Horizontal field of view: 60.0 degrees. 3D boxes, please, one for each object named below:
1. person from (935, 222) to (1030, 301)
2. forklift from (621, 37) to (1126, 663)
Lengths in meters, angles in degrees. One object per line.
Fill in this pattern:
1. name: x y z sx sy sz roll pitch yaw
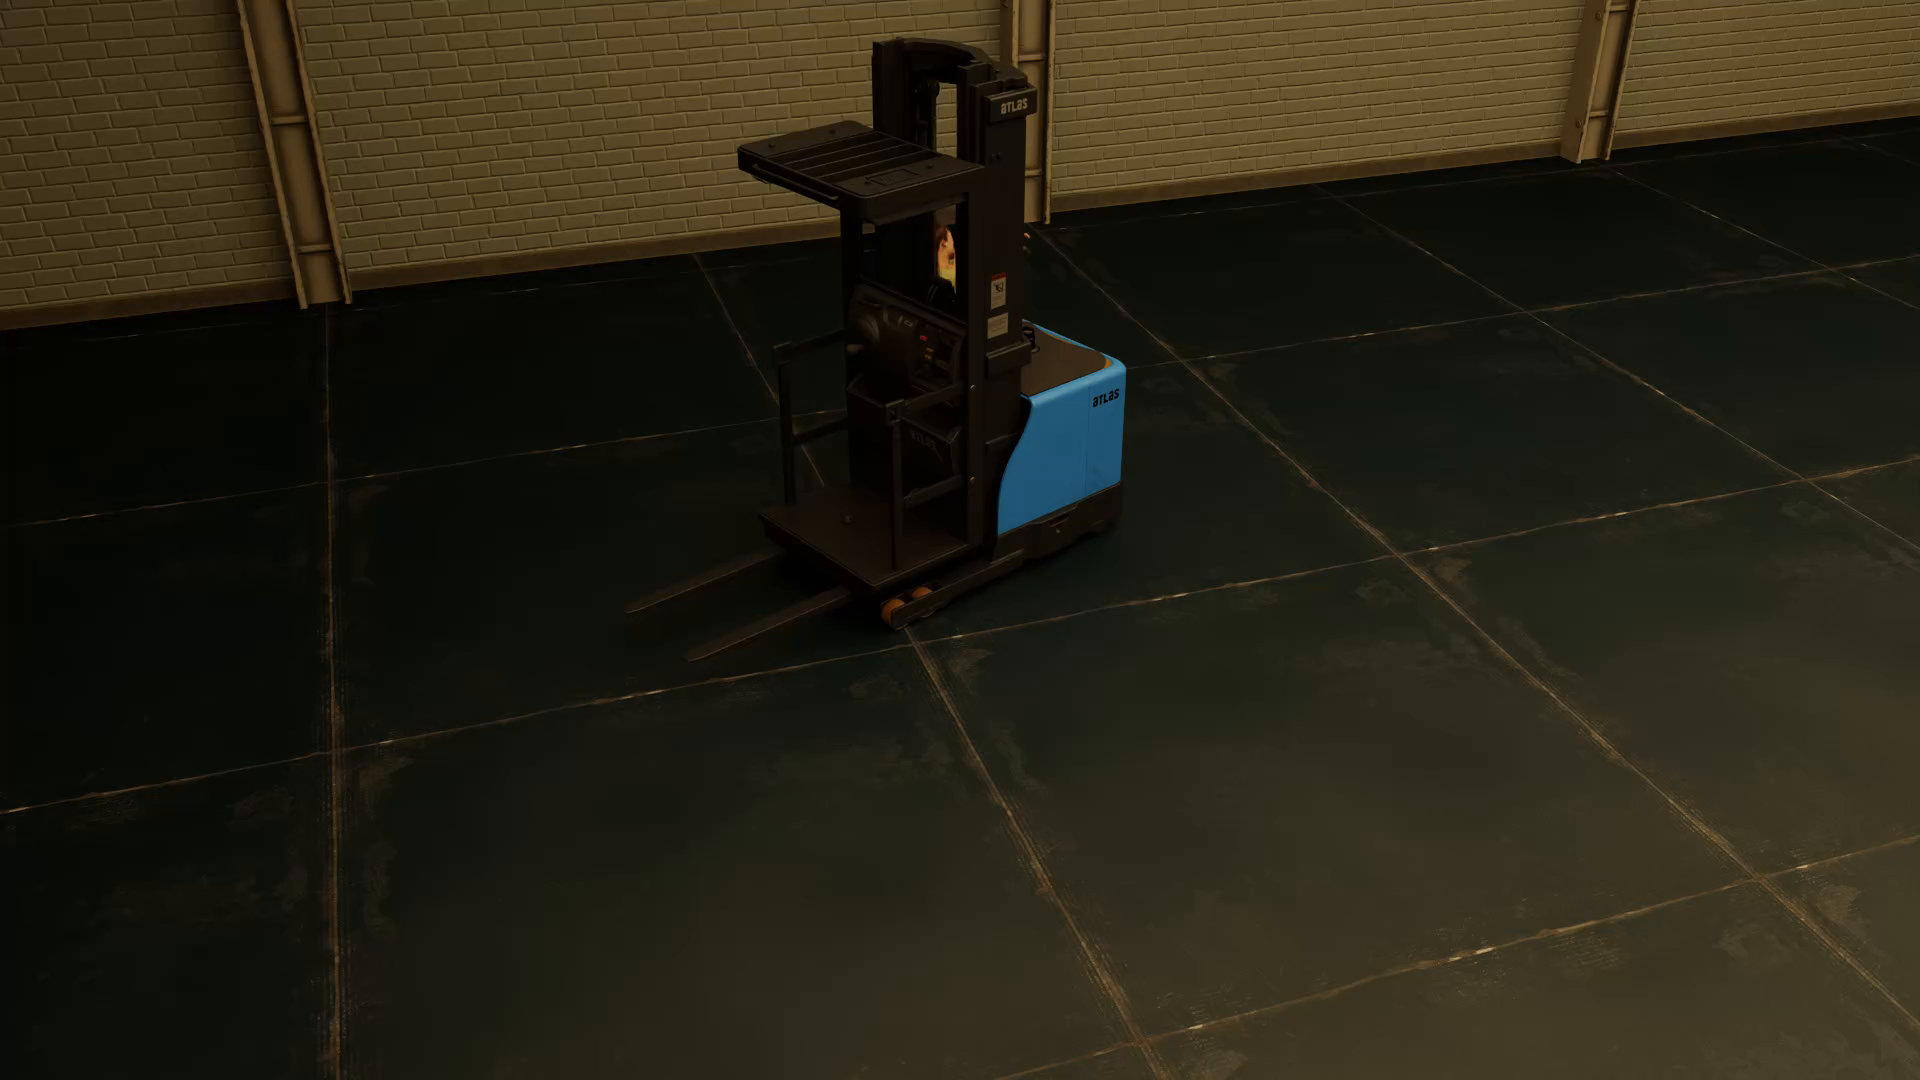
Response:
1. person: 0.100 -1.284 10.783 0.716 1.426 0.984 -3 30 -5
2. forklift: -0.461 -1.072 8.951 3.031 2.935 1.130 -23 37 -34
